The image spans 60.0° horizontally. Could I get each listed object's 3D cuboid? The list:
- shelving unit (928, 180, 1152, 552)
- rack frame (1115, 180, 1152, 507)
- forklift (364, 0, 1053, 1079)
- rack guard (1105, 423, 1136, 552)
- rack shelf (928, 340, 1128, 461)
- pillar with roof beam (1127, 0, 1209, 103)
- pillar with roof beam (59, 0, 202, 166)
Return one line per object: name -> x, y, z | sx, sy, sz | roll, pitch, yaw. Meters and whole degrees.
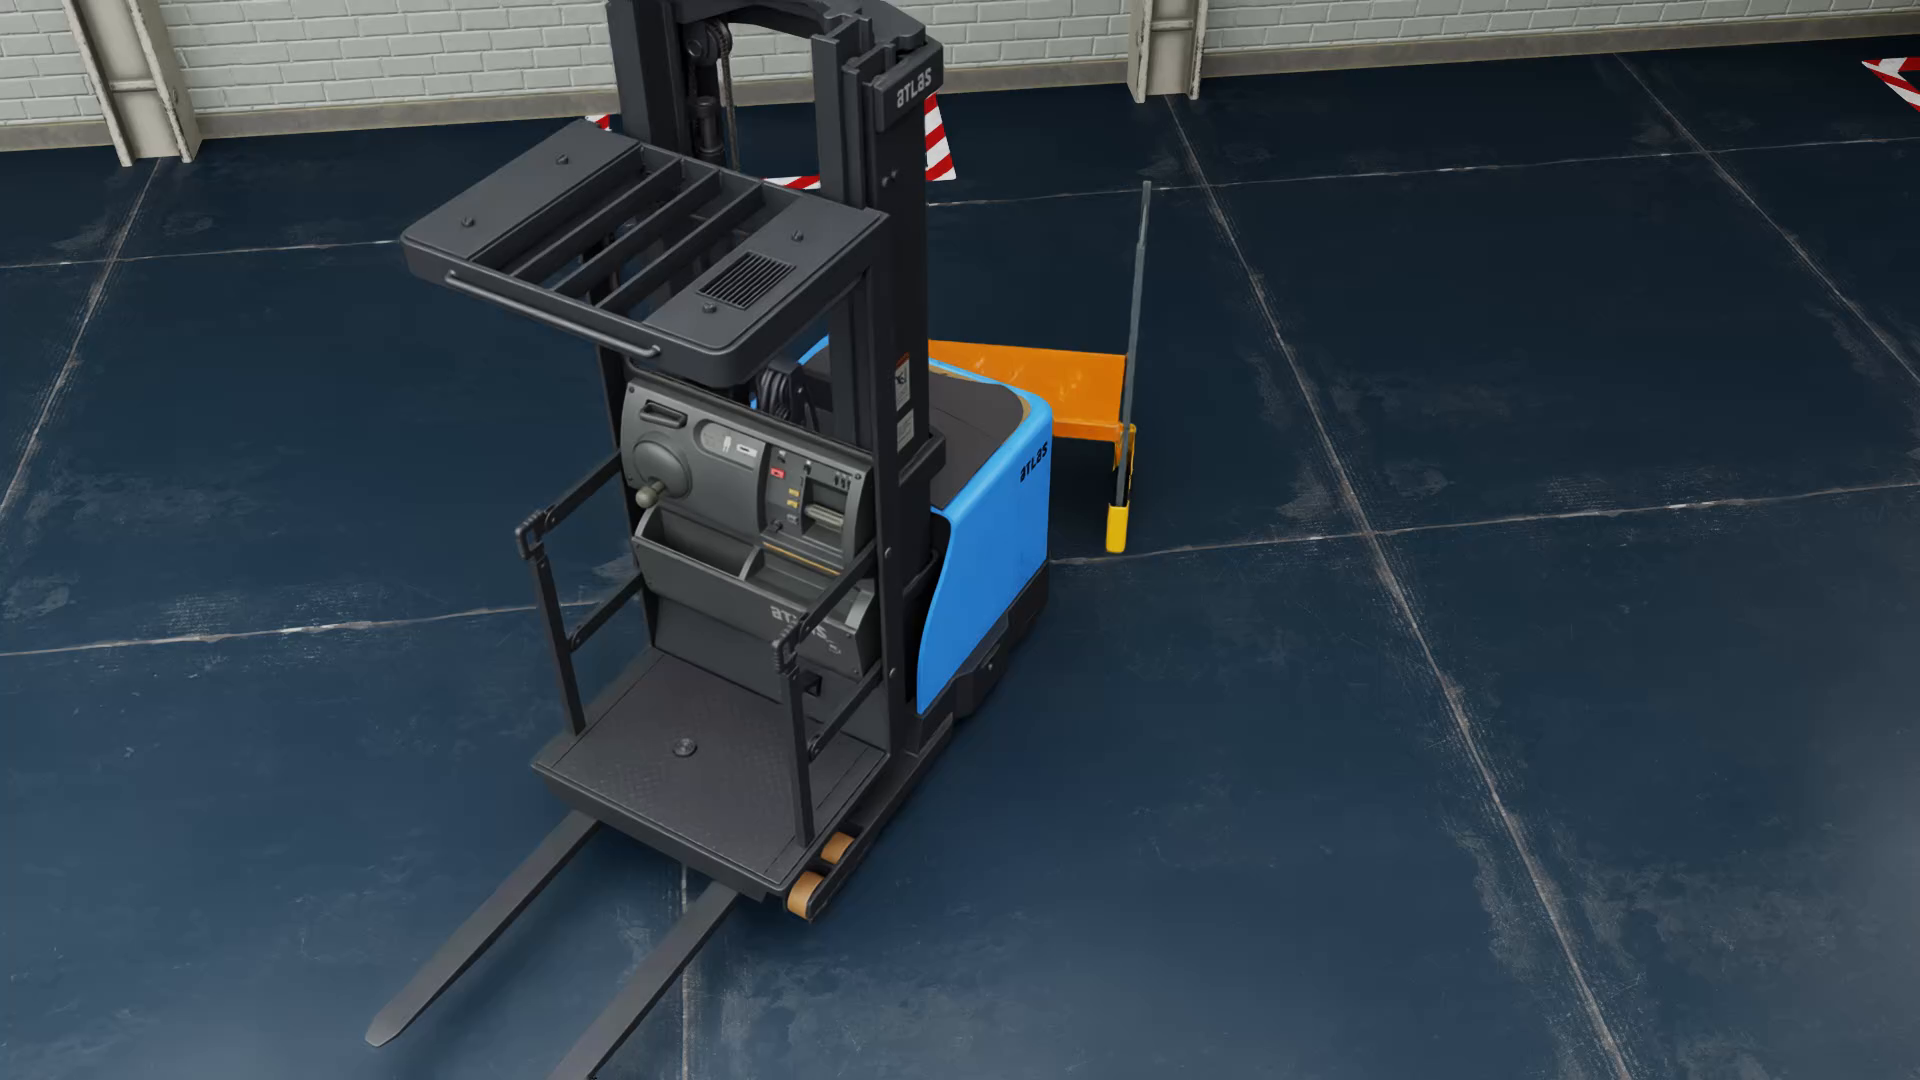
shelving unit -> 0.216, -0.746, 6.957 | 1.083, 1.500, 0.587 | 5, 42, 6
rack frame -> 0.710, -0.701, 6.908 | 0.032, 1.500, 0.500 | 5, 42, 6
forklift -> -0.812, -0.128, 5.204 | 1.130, 2.935, 3.031 | 21, 46, 22
rack guard -> 0.709, -0.237, 7.326 | 0.087, 0.250, 0.587 | 5, 42, 6
rack shelf -> 0.207, -0.613, 7.079 | 1.000, 0.185, 0.538 | 5, 42, 6
pillar with roof beam -> 1.817, -3.292, 4.181 | 0.400, 9.000, 9.100 | -5, 42, -6
pillar with roof beam -> -4.132, -2.770, 3.603 | 0.400, 9.000, 9.100 | -5, 42, -6
